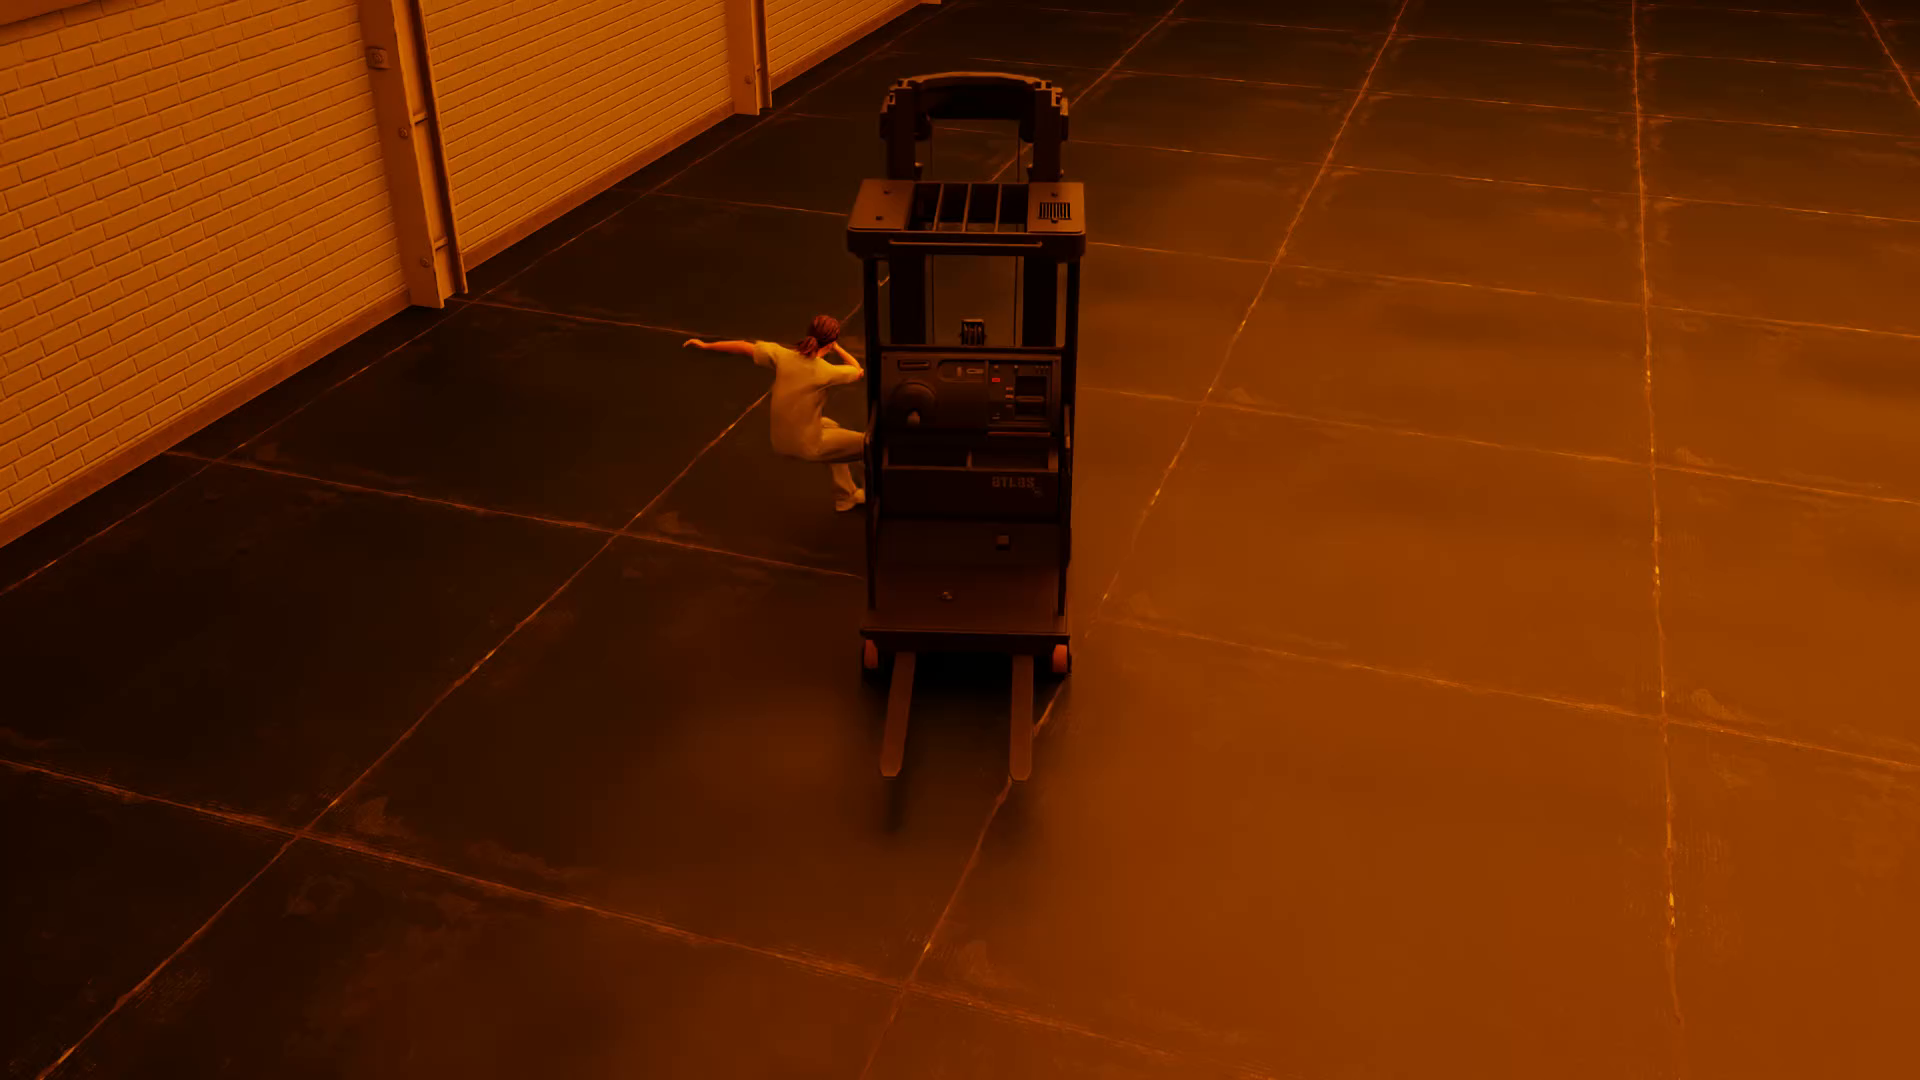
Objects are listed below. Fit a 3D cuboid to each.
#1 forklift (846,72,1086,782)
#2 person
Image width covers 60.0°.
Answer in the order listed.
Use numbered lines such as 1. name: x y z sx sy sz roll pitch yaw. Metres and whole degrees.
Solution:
1. forklift: 0.047 -0.722 8.403 1.130 2.935 3.031 1 30 2
2. person: -0.955 -0.734 10.073 1.288 1.346 0.675 16 33 25
